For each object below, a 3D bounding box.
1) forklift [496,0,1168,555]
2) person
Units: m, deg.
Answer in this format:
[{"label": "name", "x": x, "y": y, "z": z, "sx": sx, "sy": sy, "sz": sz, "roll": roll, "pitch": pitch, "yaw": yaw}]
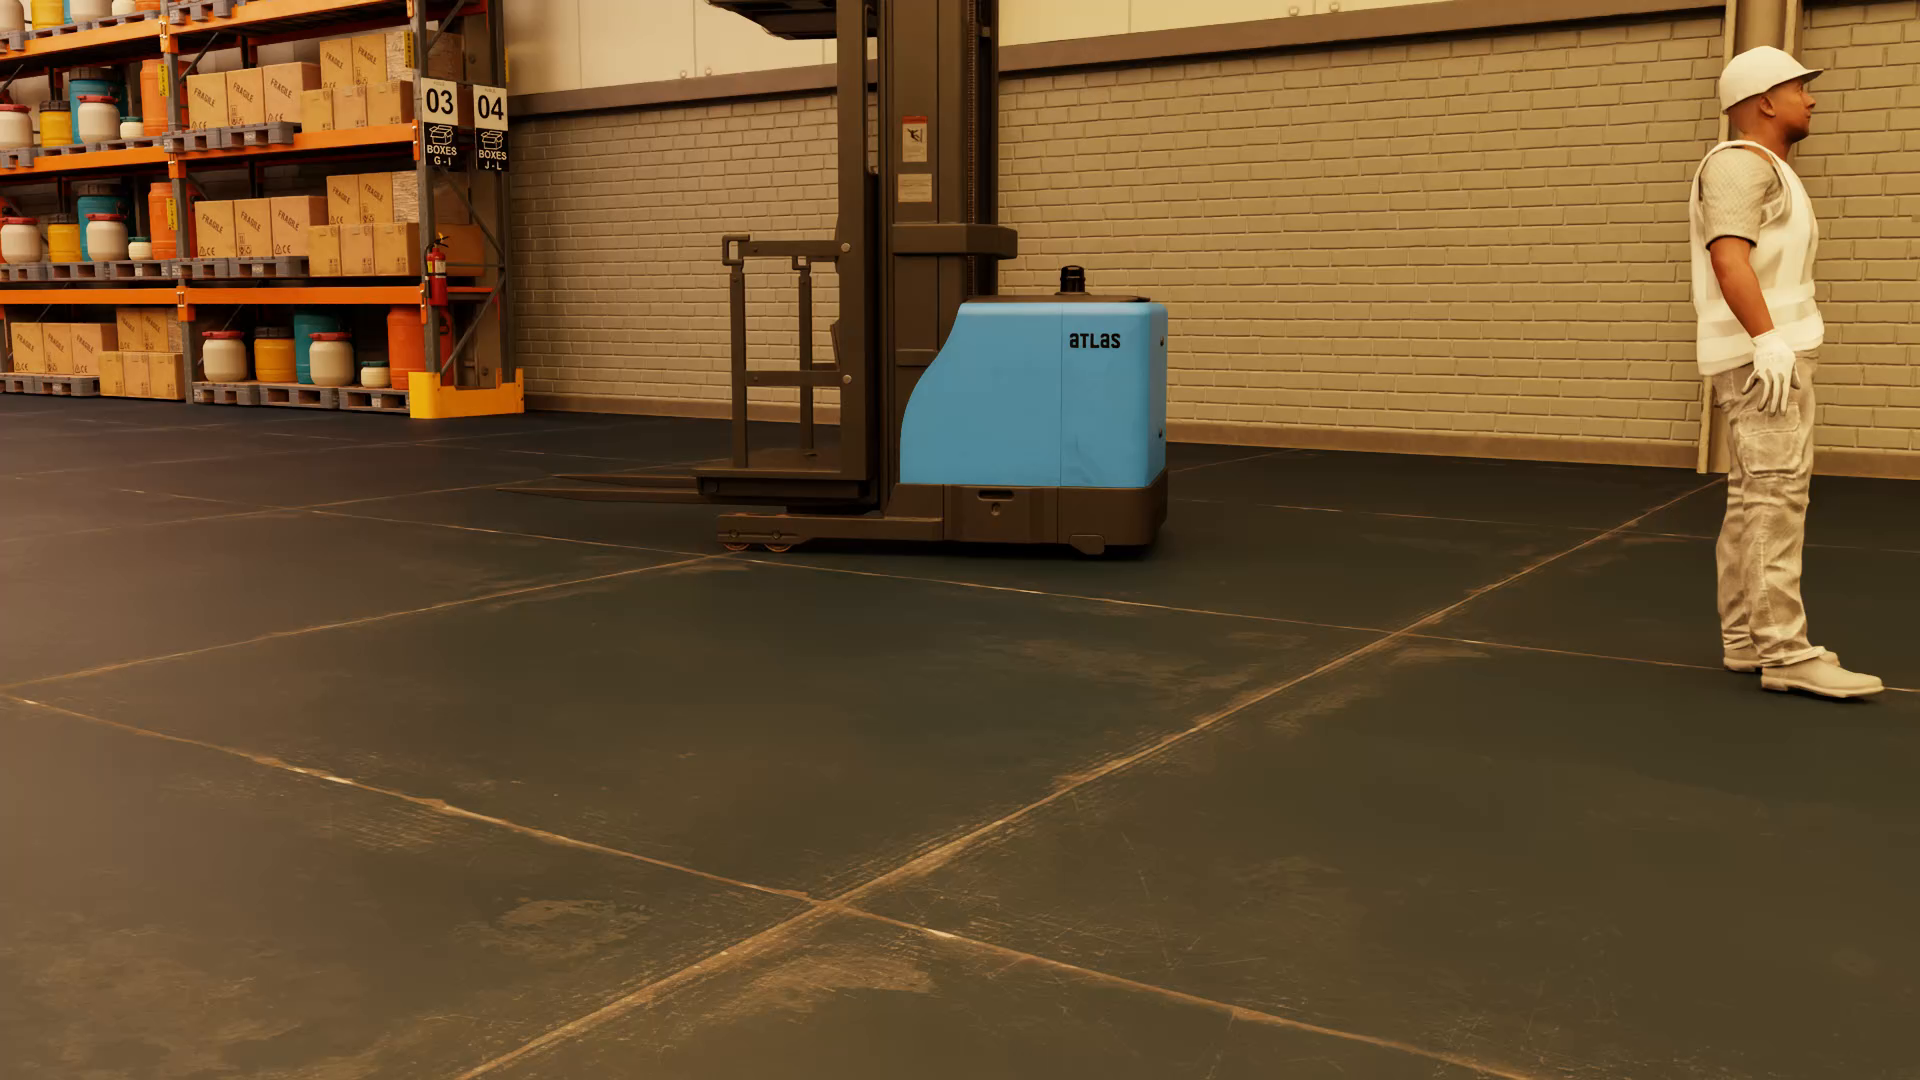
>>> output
[{"label": "forklift", "x": -0.596, "y": -1.469, "z": 7.520, "sx": 3.031, "sy": 2.935, "sz": 1.130, "roll": 2, "pitch": 8, "yaw": 12}, {"label": "person", "x": 2.362, "y": -0.497, "z": 4.720, "sx": 0.574, "sy": 1.783, "sz": 0.655, "roll": 4, "pitch": 9, "yaw": 28}]
